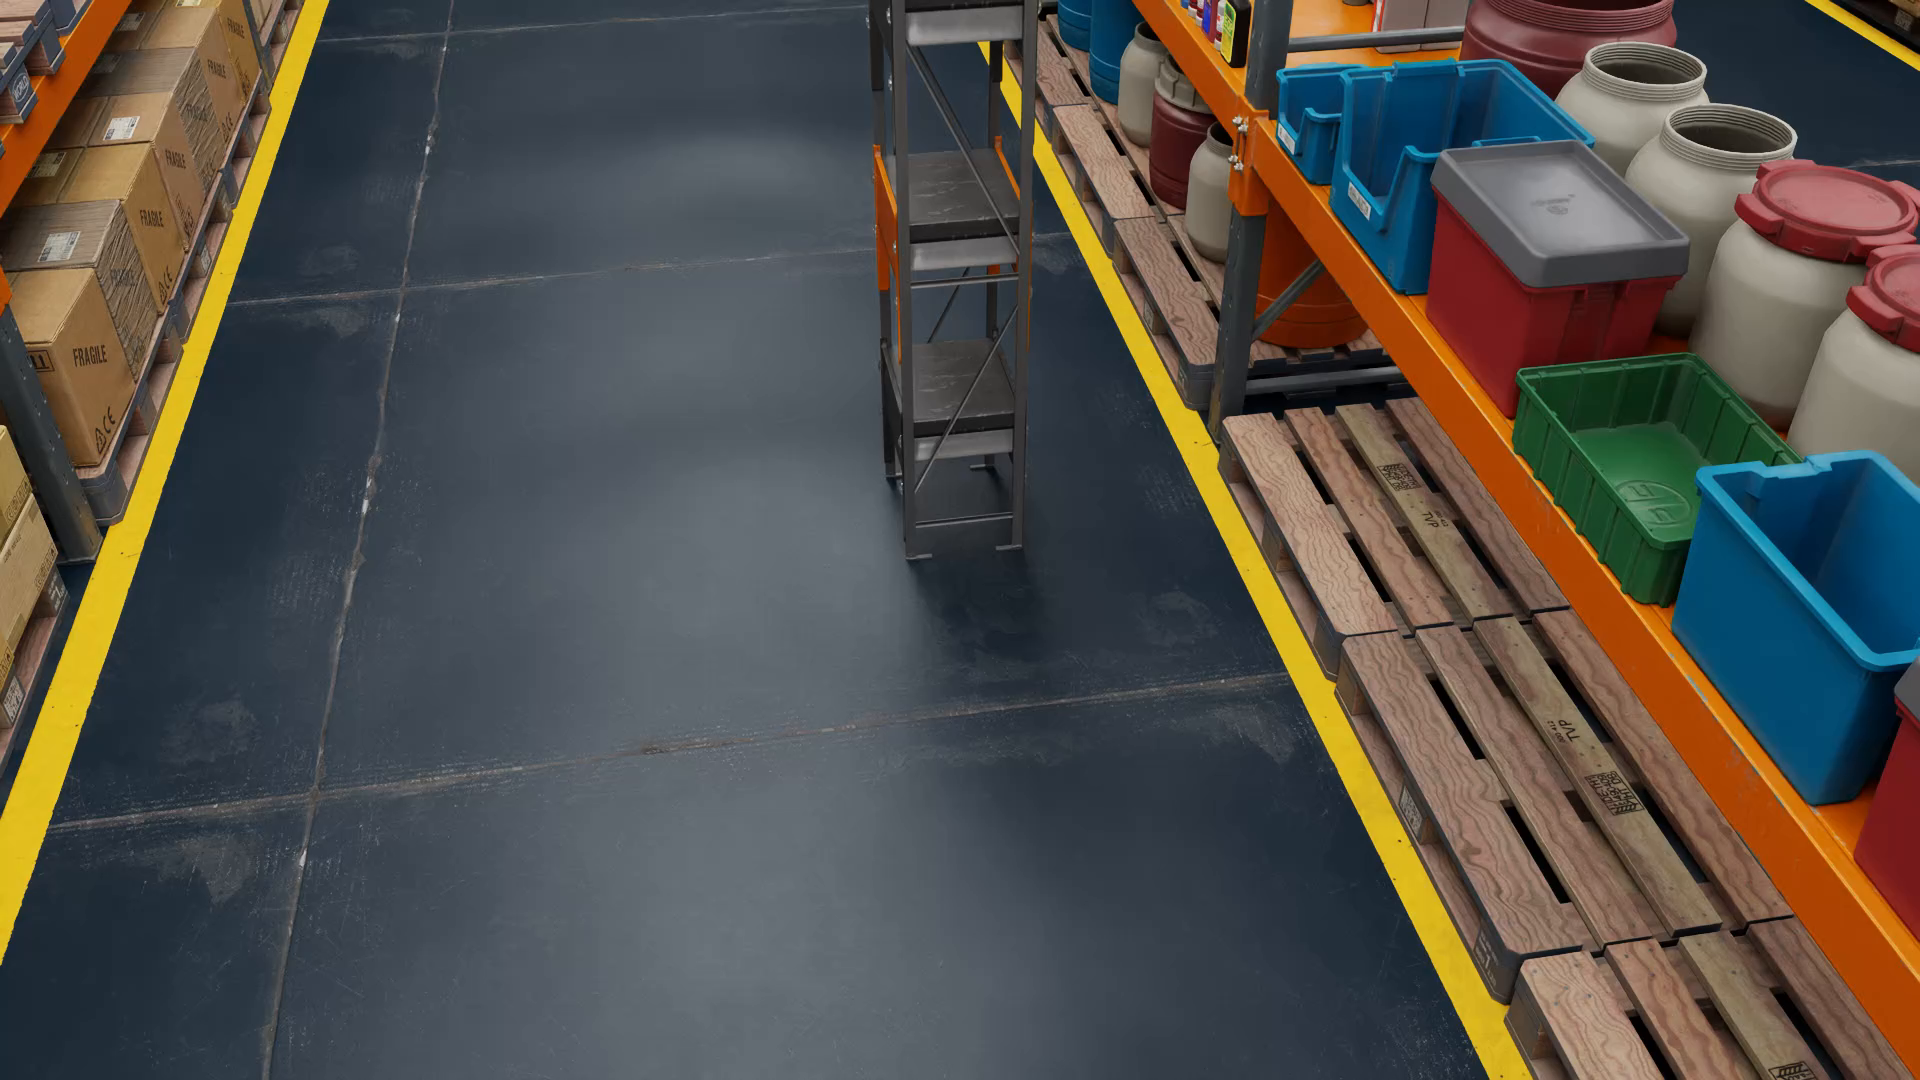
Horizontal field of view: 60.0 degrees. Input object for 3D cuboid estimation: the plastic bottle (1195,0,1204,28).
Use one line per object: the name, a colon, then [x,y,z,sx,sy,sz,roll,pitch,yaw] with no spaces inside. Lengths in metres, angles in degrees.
plastic bottle: [0.904,-1.954,5.982,0.097,0.201,0.097,0,38,0]

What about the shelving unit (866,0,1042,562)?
shelving unit: [-0.029,-0.929,5.235,0.431,2.100,0.503,-6,38,-8]

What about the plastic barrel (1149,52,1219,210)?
plastic barrel: [1.137,-1.812,7.261,0.600,0.588,0.708,-6,38,-8]

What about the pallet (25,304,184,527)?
pallet: [-3.534,-0.446,6.152,1.003,0.211,1.213,-6,38,-8]

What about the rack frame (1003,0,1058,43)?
rack frame: [0.736,-4.039,8.503,1.000,3.000,0.127,-6,38,-8]

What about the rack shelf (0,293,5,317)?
rack shelf: [-3.089,0.400,3.377,1.077,0.370,4.000,-6,38,-8]

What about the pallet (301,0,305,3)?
pallet: [-4.478,-3.560,10.161,1.003,0.211,1.213,-6,38,-8]

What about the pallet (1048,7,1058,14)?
pallet: [0.569,-3.377,9.925,1.003,0.211,1.213,-6,38,-8]

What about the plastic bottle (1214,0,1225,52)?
plastic bottle: [0.944,-1.814,5.802,0.097,0.201,0.097,0,38,0]

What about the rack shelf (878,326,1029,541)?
rack shelf: [-0.029,-0.366,5.672,0.431,0.518,0.480,-6,38,-8]

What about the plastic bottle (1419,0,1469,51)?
plastic bottle: [1.680,-1.870,5.813,0.152,0.276,0.135,-6,38,-8]

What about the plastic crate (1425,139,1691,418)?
plastic crate: [1.419,-0.639,4.075,0.402,0.464,0.583,-6,38,-8]

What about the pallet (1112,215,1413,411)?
pallet: [1.258,-0.993,6.856,1.003,0.211,1.213,-6,38,-8]

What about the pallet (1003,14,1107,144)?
pallet: [0.830,-2.467,8.753,1.003,0.211,1.213,-6,38,-8]

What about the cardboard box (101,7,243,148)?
cardboard box: [-3.694,-2.128,7.723,0.500,0.500,0.500,-6,38,-8]

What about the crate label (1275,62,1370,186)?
crate label: [1.142,-1.262,5.066,0.303,0.233,0.416,-6,38,-8]

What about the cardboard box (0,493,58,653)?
cardboard box: [-3.108,0.119,5.050,0.500,0.250,0.500,-5,38,-7]

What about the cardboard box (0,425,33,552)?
cardboard box: [-3.106,-0.104,4.880,0.500,0.311,0.500,-5,38,-7]

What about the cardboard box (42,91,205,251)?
cardboard box: [-3.515,-1.518,6.938,0.500,0.500,0.500,-7,38,-9]

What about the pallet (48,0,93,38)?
pallet: [-3.785,-2.190,6.281,1.003,0.211,1.213,-6,38,-8]

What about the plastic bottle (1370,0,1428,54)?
plastic bottle: [1.530,-1.853,5.792,0.152,0.276,0.135,-6,38,-8]

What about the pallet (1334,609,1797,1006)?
pallet: [1.745,0.686,4.695,1.003,0.211,1.213,-6,38,-8]

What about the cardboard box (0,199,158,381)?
cardboard box: [-3.336,-0.900,6.142,0.500,0.500,0.500,-8,38,-10]

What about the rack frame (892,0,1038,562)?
rack frame: [0.014,-0.782,5.045,0.400,2.100,0.015,-6,38,-8]

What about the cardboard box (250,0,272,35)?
cardboard box: [-4.002,-2.897,8.867,0.500,0.311,0.500,-6,38,-8]

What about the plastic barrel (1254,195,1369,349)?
plastic barrel: [1.335,-1.225,6.309,0.600,0.830,0.708,-6,38,-8]

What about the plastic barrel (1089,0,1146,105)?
plastic barrel: [0.939,-2.618,8.043,0.600,0.901,0.708,-6,38,-8]

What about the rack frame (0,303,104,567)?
rack frame: [-3.440,-1.092,4.711,1.000,3.000,0.127,-6,38,-8]

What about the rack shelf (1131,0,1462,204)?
rack shelf: [1.087,-2.546,7.169,1.077,0.370,4.000,-6,38,-8]

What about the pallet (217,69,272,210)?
pallet: [-3.961,-1.920,8.049,1.003,0.211,1.213,-6,38,-8]

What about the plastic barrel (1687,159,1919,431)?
plastic barrel: [1.982,-0.566,3.923,0.433,0.535,0.433,0,38,0]

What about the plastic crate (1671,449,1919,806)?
plastic crate: [1.639,0.167,3.103,0.392,0.384,0.575,-6,38,-8]

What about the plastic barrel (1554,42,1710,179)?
plastic barrel: [1.828,-1.068,4.589,0.421,0.512,0.421,0,38,0]

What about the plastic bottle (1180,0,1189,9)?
plastic bottle: [0.870,-2.099,6.112,0.097,0.271,0.097,0,38,0]
